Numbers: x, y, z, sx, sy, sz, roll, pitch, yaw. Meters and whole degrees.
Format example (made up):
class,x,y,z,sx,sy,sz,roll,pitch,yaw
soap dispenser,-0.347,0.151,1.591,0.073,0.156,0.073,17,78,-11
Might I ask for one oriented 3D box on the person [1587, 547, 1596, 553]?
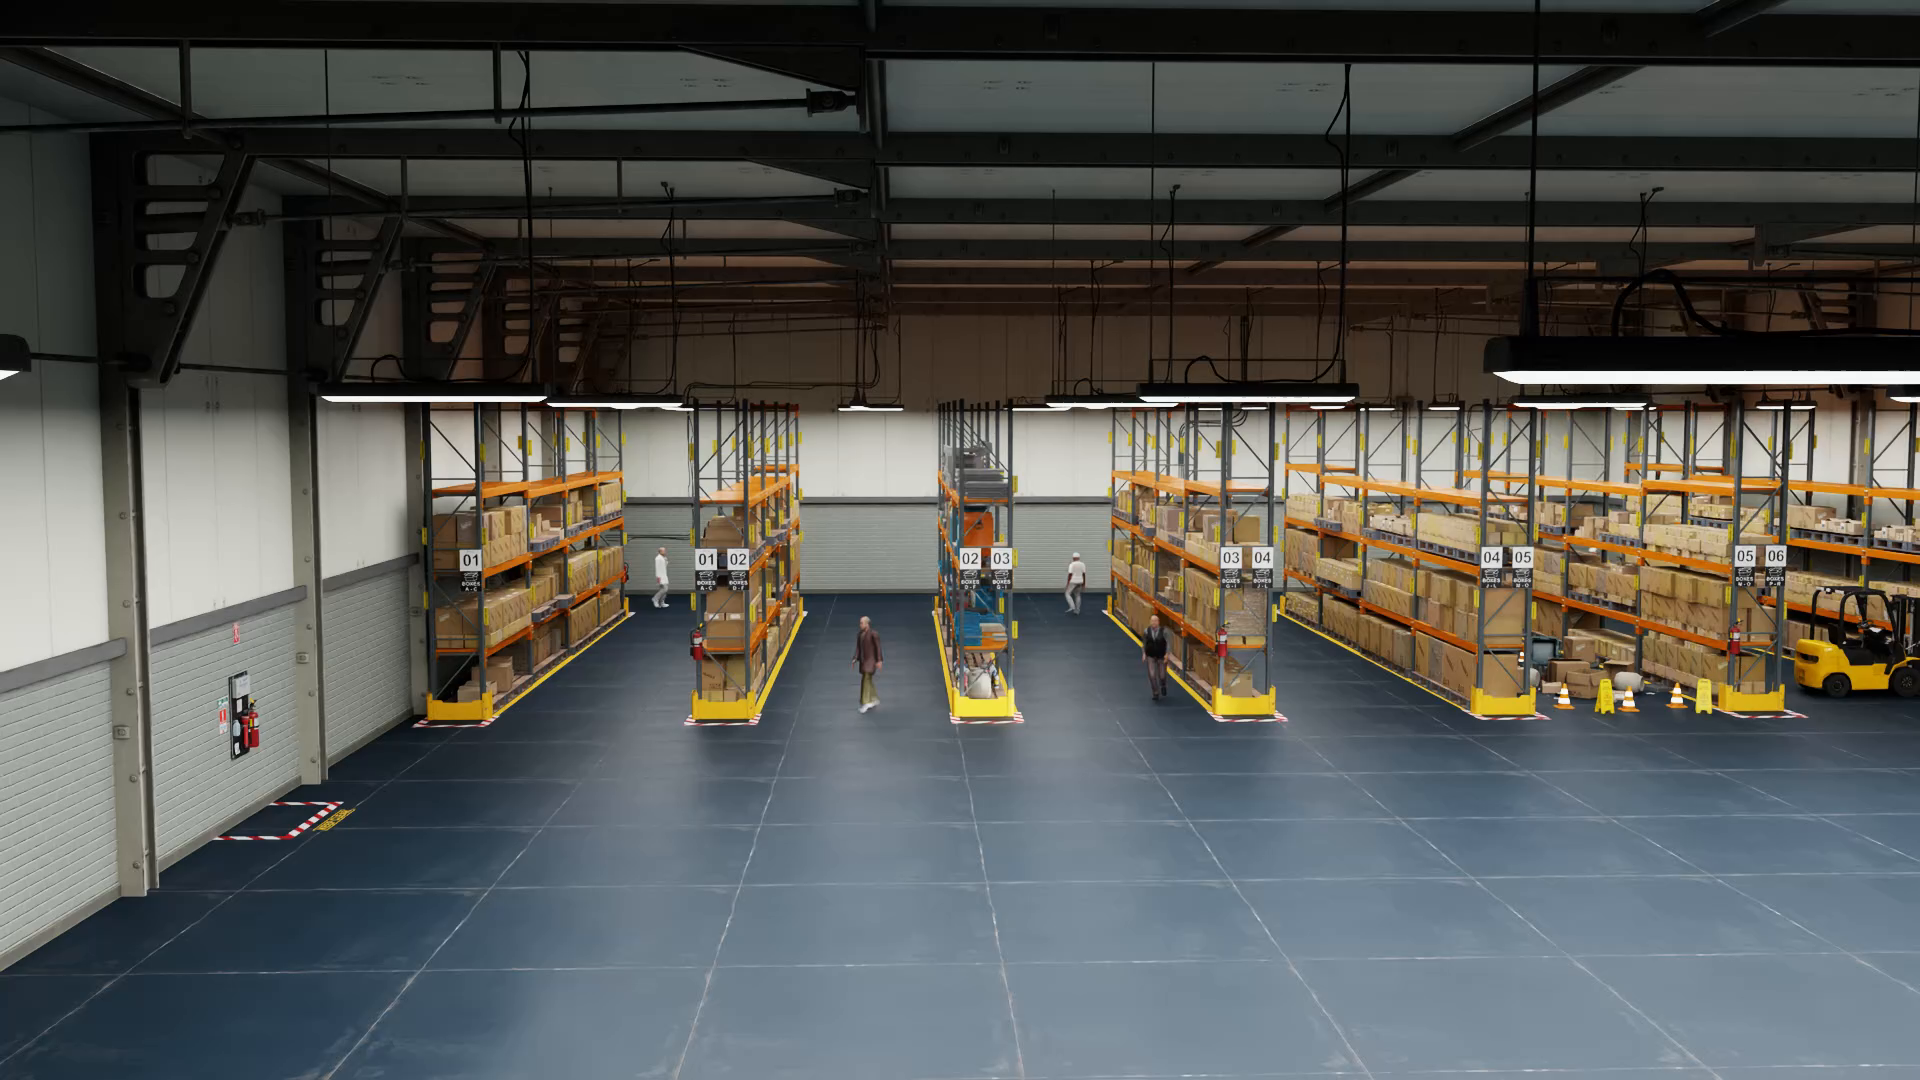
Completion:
class,x,y,z,sx,sy,sz,roll,pitch,yaw
person,18.972,1.068,49.818,0.964,1.742,0.541,-1,4,-8

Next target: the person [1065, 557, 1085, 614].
class,x,y,z,sx,sy,sz,roll,pitch,yaw
person,3.283,1.255,47.583,0.742,1.732,0.436,-3,5,-38

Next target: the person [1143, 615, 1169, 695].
class,x,y,z,sx,sy,sz,roll,pitch,yaw
person,3.960,2.311,33.431,0.564,1.640,0.581,1,4,15

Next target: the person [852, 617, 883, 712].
class,x,y,z,sx,sy,sz,roll,pitch,yaw
person,-1.834,2.398,32.290,0.738,1.767,0.650,-3,5,-36

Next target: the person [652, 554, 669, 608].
class,x,y,z,sx,sy,sz,roll,pitch,yaw
person,-8.806,1.220,48.983,0.536,1.530,0.604,0,4,0
